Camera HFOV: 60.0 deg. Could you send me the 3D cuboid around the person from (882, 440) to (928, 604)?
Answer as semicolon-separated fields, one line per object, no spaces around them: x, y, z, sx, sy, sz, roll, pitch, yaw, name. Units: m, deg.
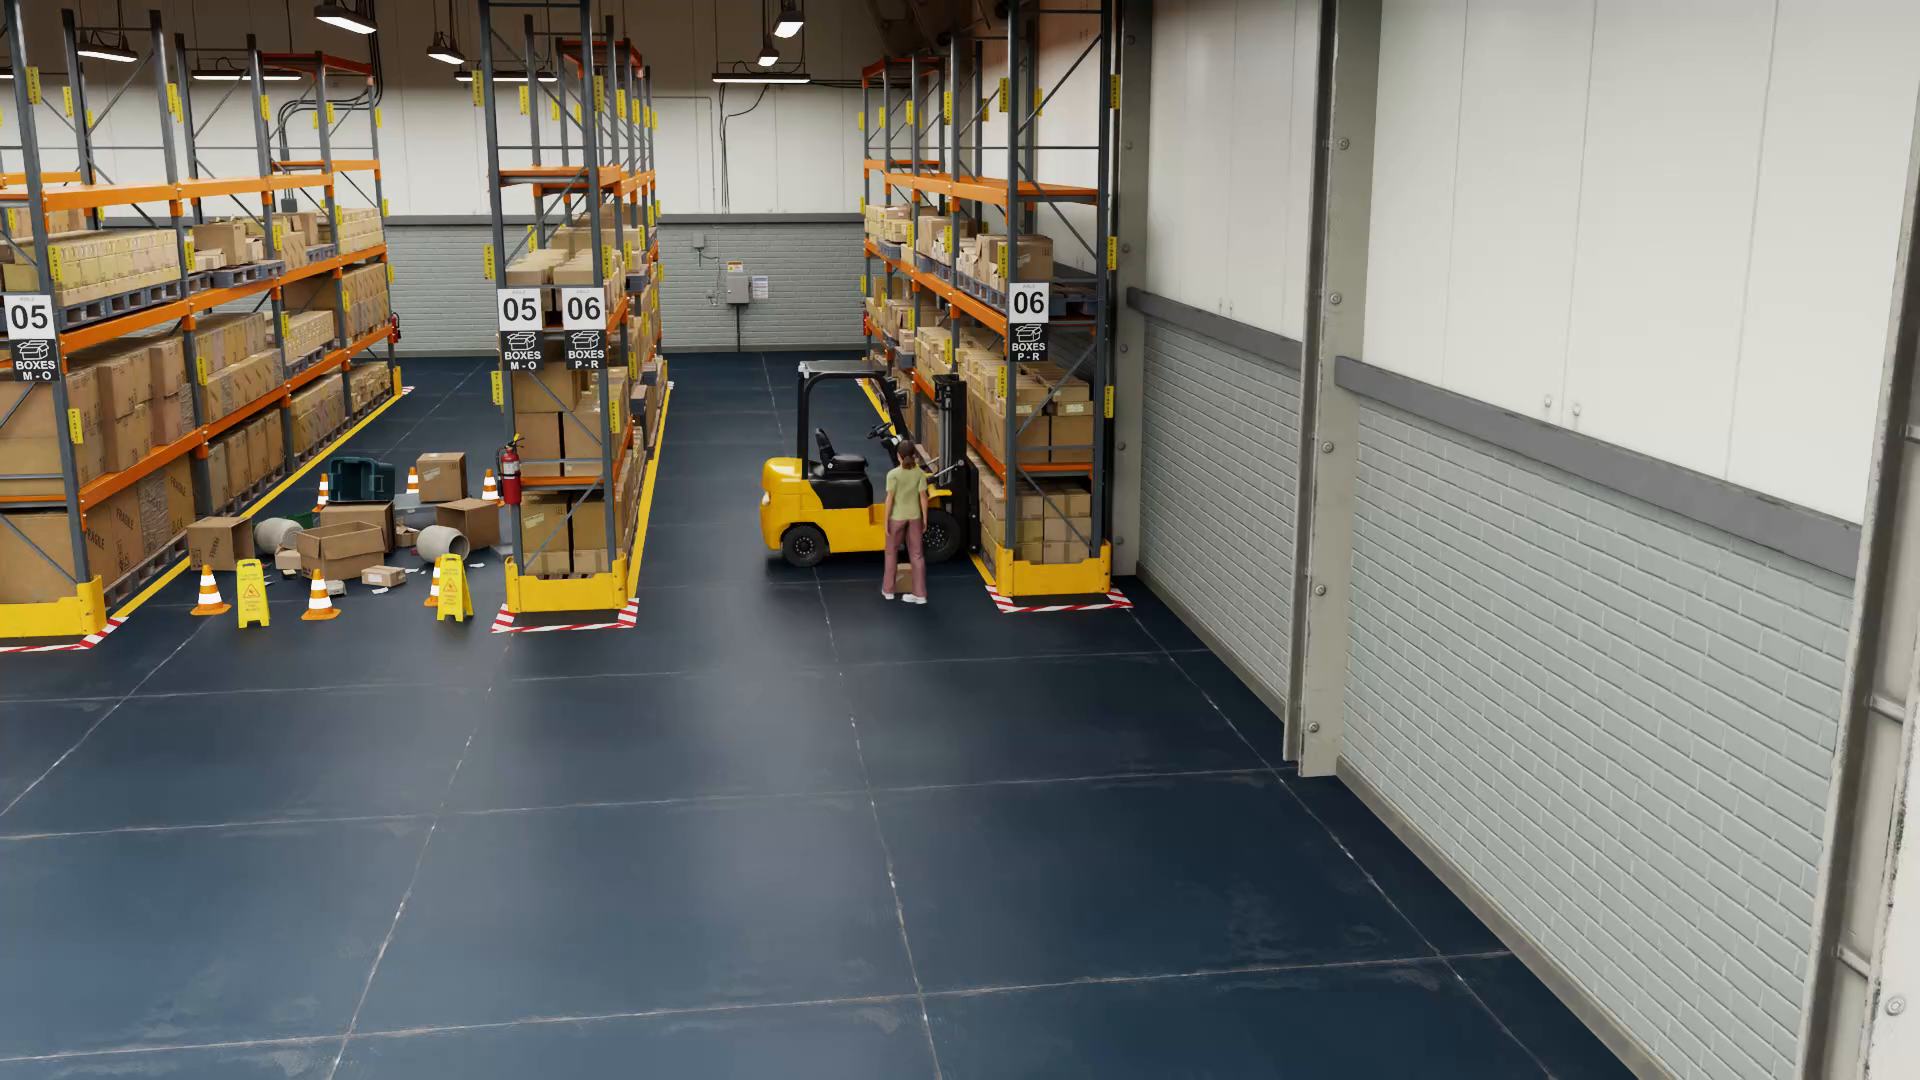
-0.584;-0.205;16.851;0.455;1.673;0.595;-5;14;-19;person
